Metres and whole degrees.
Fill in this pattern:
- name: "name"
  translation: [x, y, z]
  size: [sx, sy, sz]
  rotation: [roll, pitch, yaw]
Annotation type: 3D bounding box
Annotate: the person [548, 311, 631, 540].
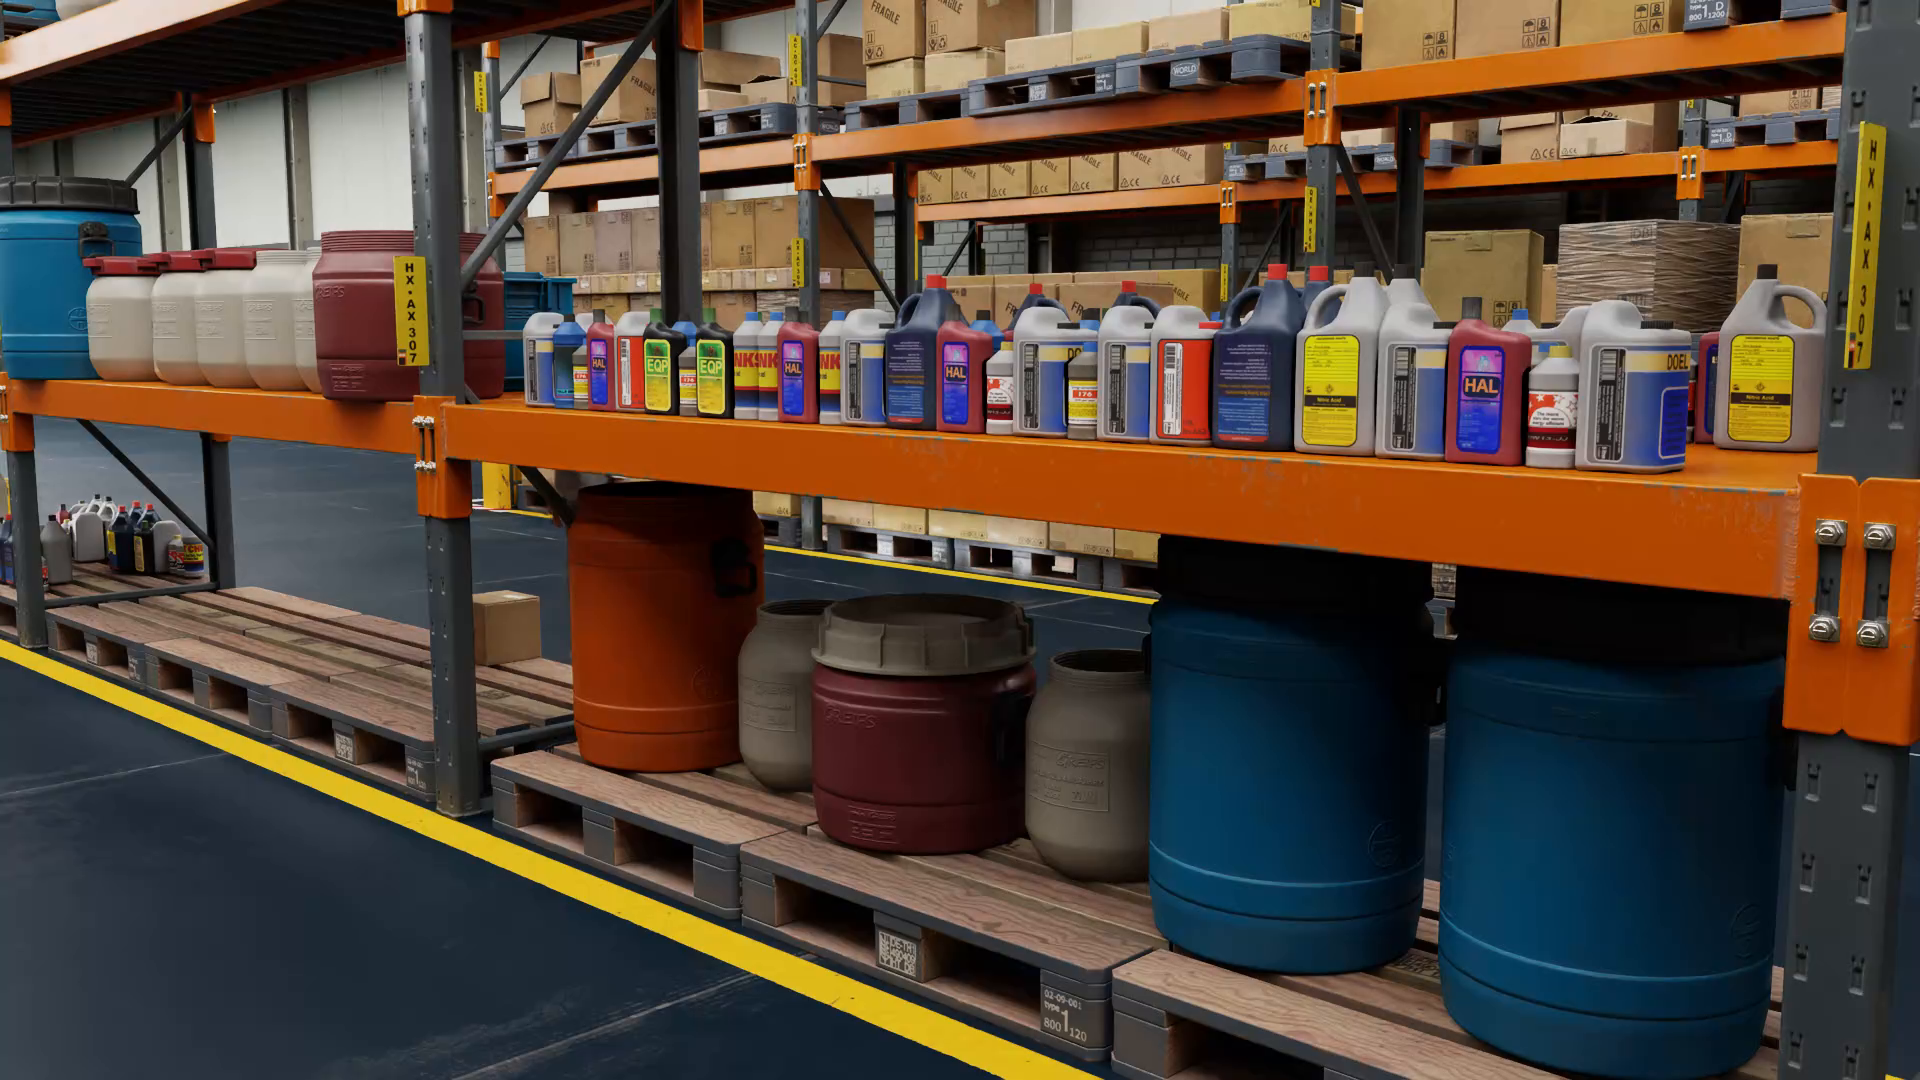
- name: "person"
  translation: [-1.582, -0.134, 6.970]
  size: [0.394, 1.641, 0.456]
  rotation: [-5, 9, -36]
